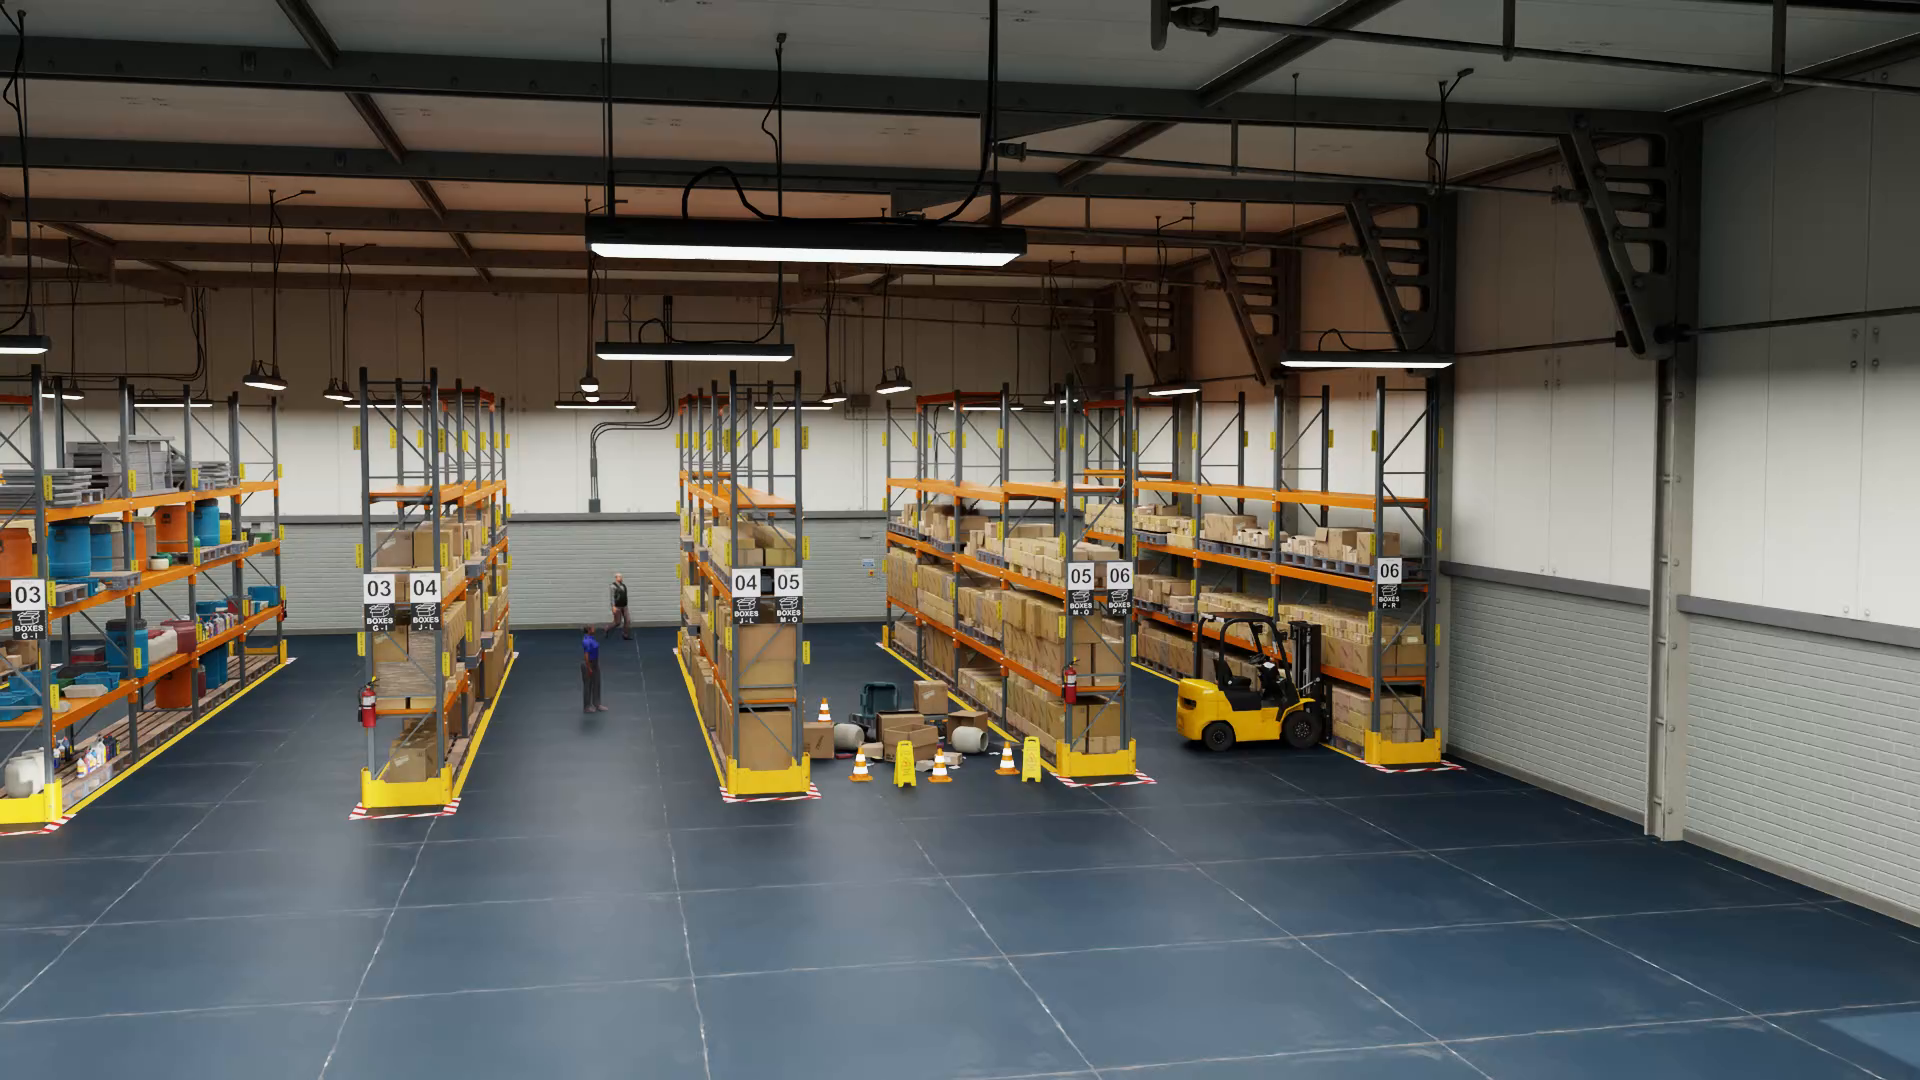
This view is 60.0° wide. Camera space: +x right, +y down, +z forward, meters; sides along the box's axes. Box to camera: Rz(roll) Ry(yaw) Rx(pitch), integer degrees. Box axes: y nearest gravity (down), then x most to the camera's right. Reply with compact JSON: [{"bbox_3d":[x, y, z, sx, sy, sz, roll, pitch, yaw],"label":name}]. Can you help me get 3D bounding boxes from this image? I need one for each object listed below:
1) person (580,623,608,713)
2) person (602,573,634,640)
[{"bbox_3d":[-6.799,2.355,30.786,0.389,1.663,0.521,1,4,19],"label":"person"},{"bbox_3d":[-8.556,1.674,41.640,0.750,1.677,0.571,2,4,28],"label":"person"}]
